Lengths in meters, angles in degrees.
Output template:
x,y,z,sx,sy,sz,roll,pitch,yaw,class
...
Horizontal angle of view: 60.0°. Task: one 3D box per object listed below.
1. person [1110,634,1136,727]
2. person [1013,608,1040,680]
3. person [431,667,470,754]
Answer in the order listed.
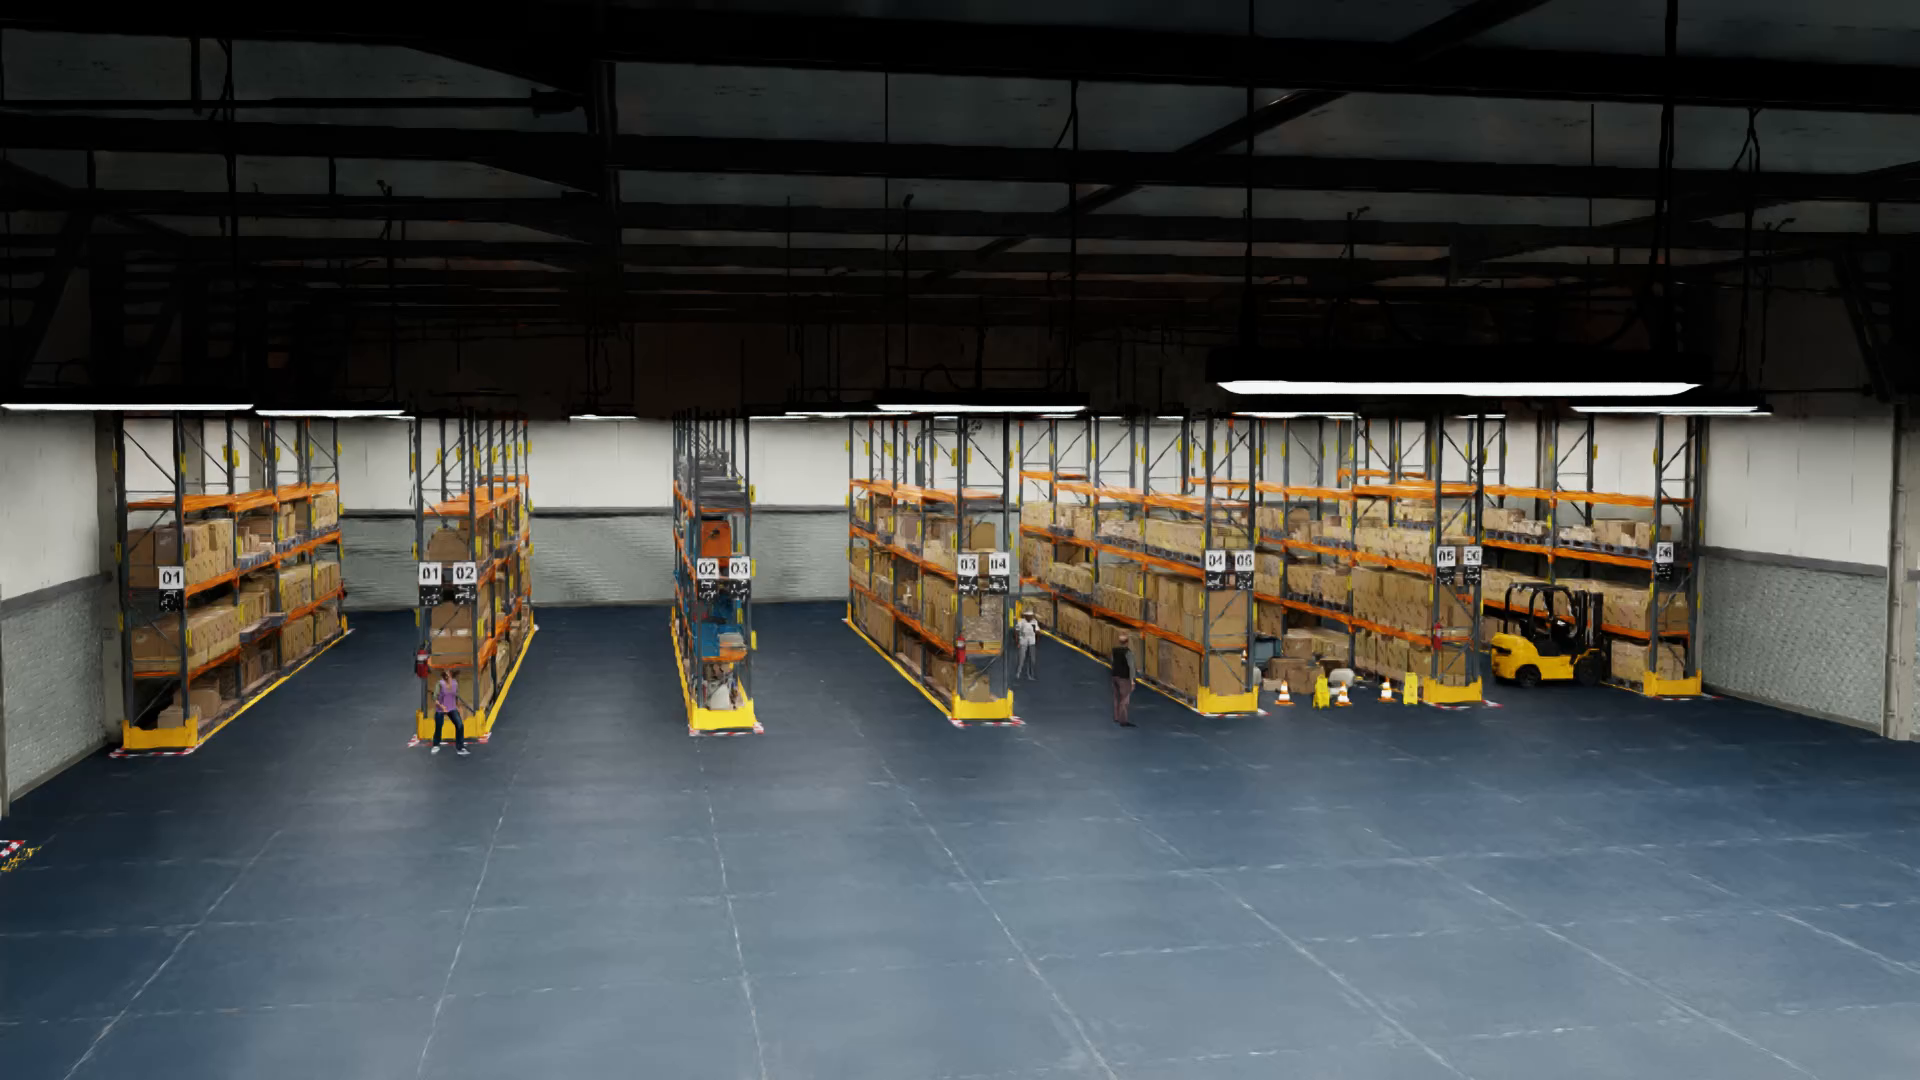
x,y,z,sx,sy,sz,roll,pitch,yaw,class
3.091,2.619,31.296,0.463,1.732,0.601,-4,5,-41,person
1.479,2.298,36.845,0.592,1.629,0.526,-1,4,-13,person
-8.803,2.924,28.549,0.558,1.517,0.769,-2,5,-31,person
